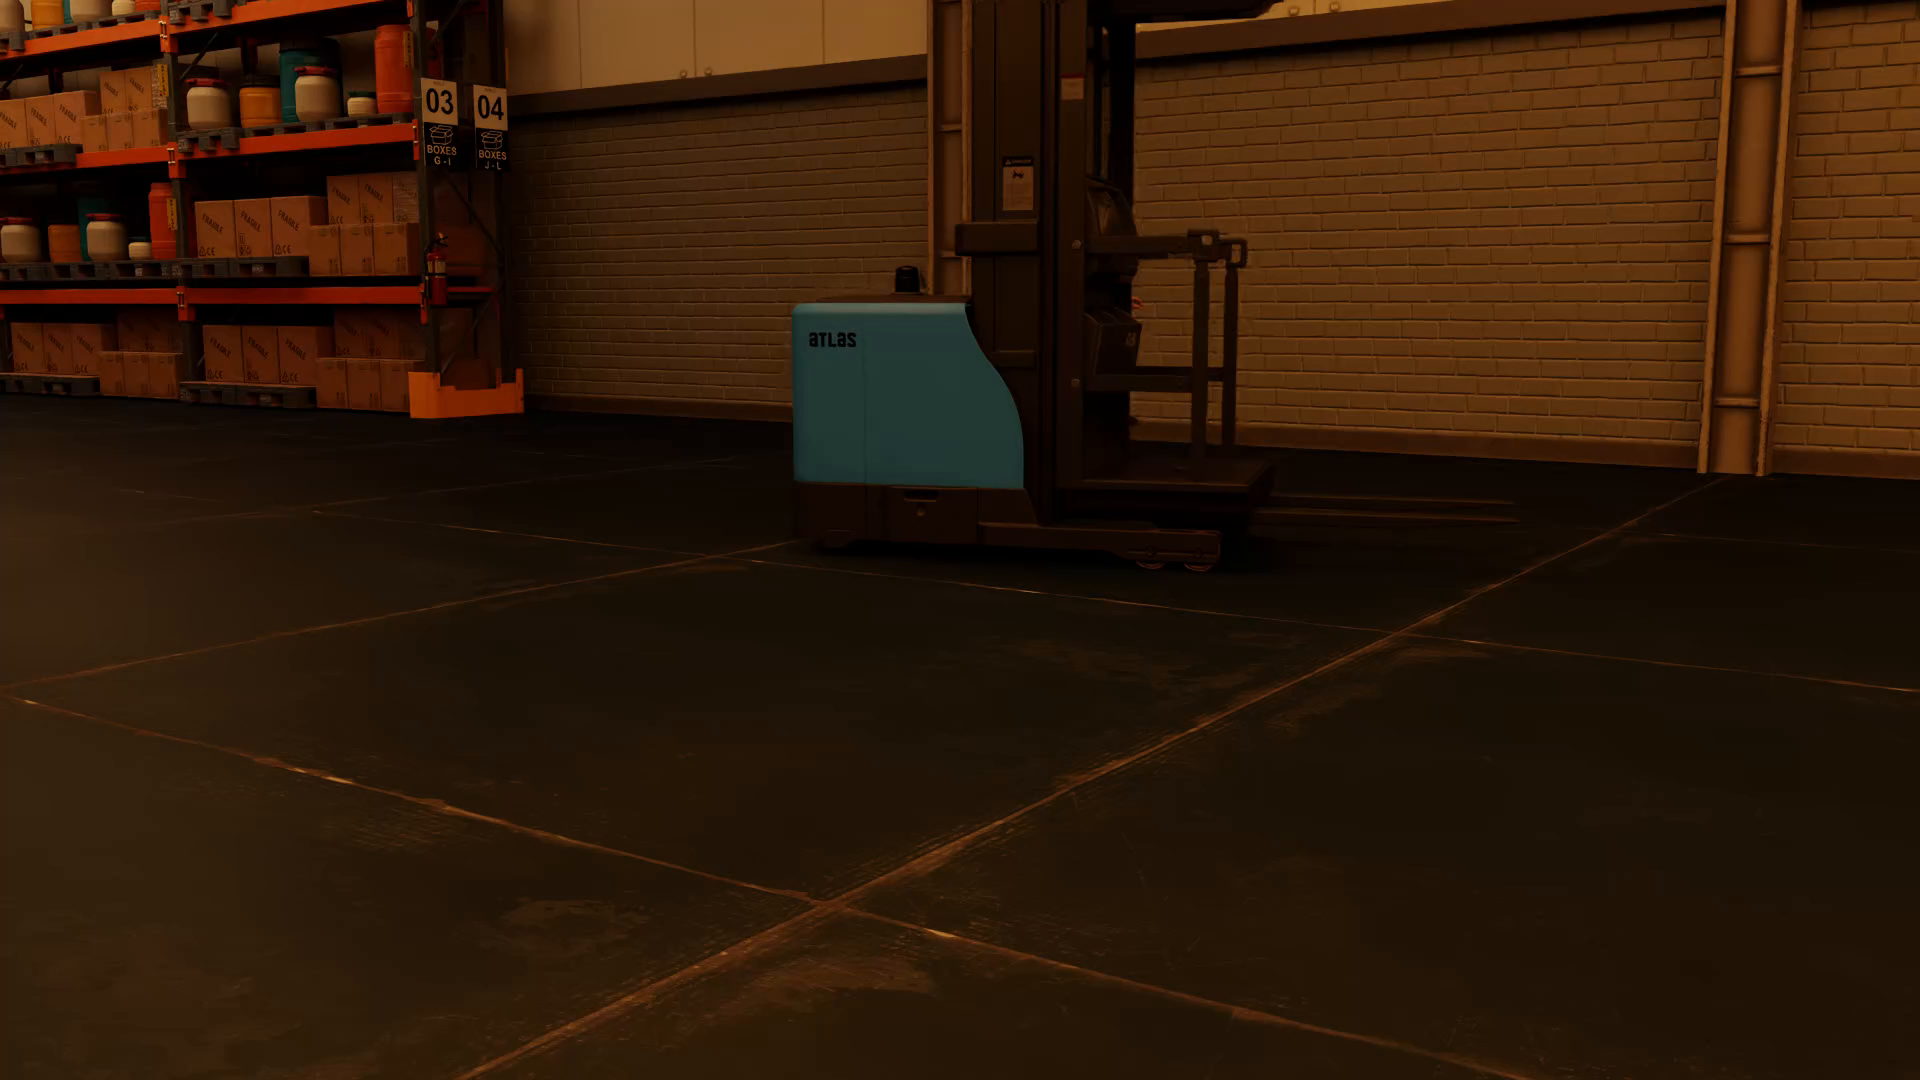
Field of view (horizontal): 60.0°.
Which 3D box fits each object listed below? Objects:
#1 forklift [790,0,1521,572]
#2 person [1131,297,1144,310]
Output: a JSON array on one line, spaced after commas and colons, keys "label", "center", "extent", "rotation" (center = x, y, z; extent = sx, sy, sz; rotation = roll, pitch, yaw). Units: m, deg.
[{"label": "forklift", "center": [0.838, -1.406, 7.078], "extent": [3.031, 2.935, 1.130], "rotation": [2, 8, 16]}, {"label": "person", "center": [0.589, -0.949, 8.881], "extent": [0.908, 1.539, 1.033], "rotation": [-2, 8, -12]}]
